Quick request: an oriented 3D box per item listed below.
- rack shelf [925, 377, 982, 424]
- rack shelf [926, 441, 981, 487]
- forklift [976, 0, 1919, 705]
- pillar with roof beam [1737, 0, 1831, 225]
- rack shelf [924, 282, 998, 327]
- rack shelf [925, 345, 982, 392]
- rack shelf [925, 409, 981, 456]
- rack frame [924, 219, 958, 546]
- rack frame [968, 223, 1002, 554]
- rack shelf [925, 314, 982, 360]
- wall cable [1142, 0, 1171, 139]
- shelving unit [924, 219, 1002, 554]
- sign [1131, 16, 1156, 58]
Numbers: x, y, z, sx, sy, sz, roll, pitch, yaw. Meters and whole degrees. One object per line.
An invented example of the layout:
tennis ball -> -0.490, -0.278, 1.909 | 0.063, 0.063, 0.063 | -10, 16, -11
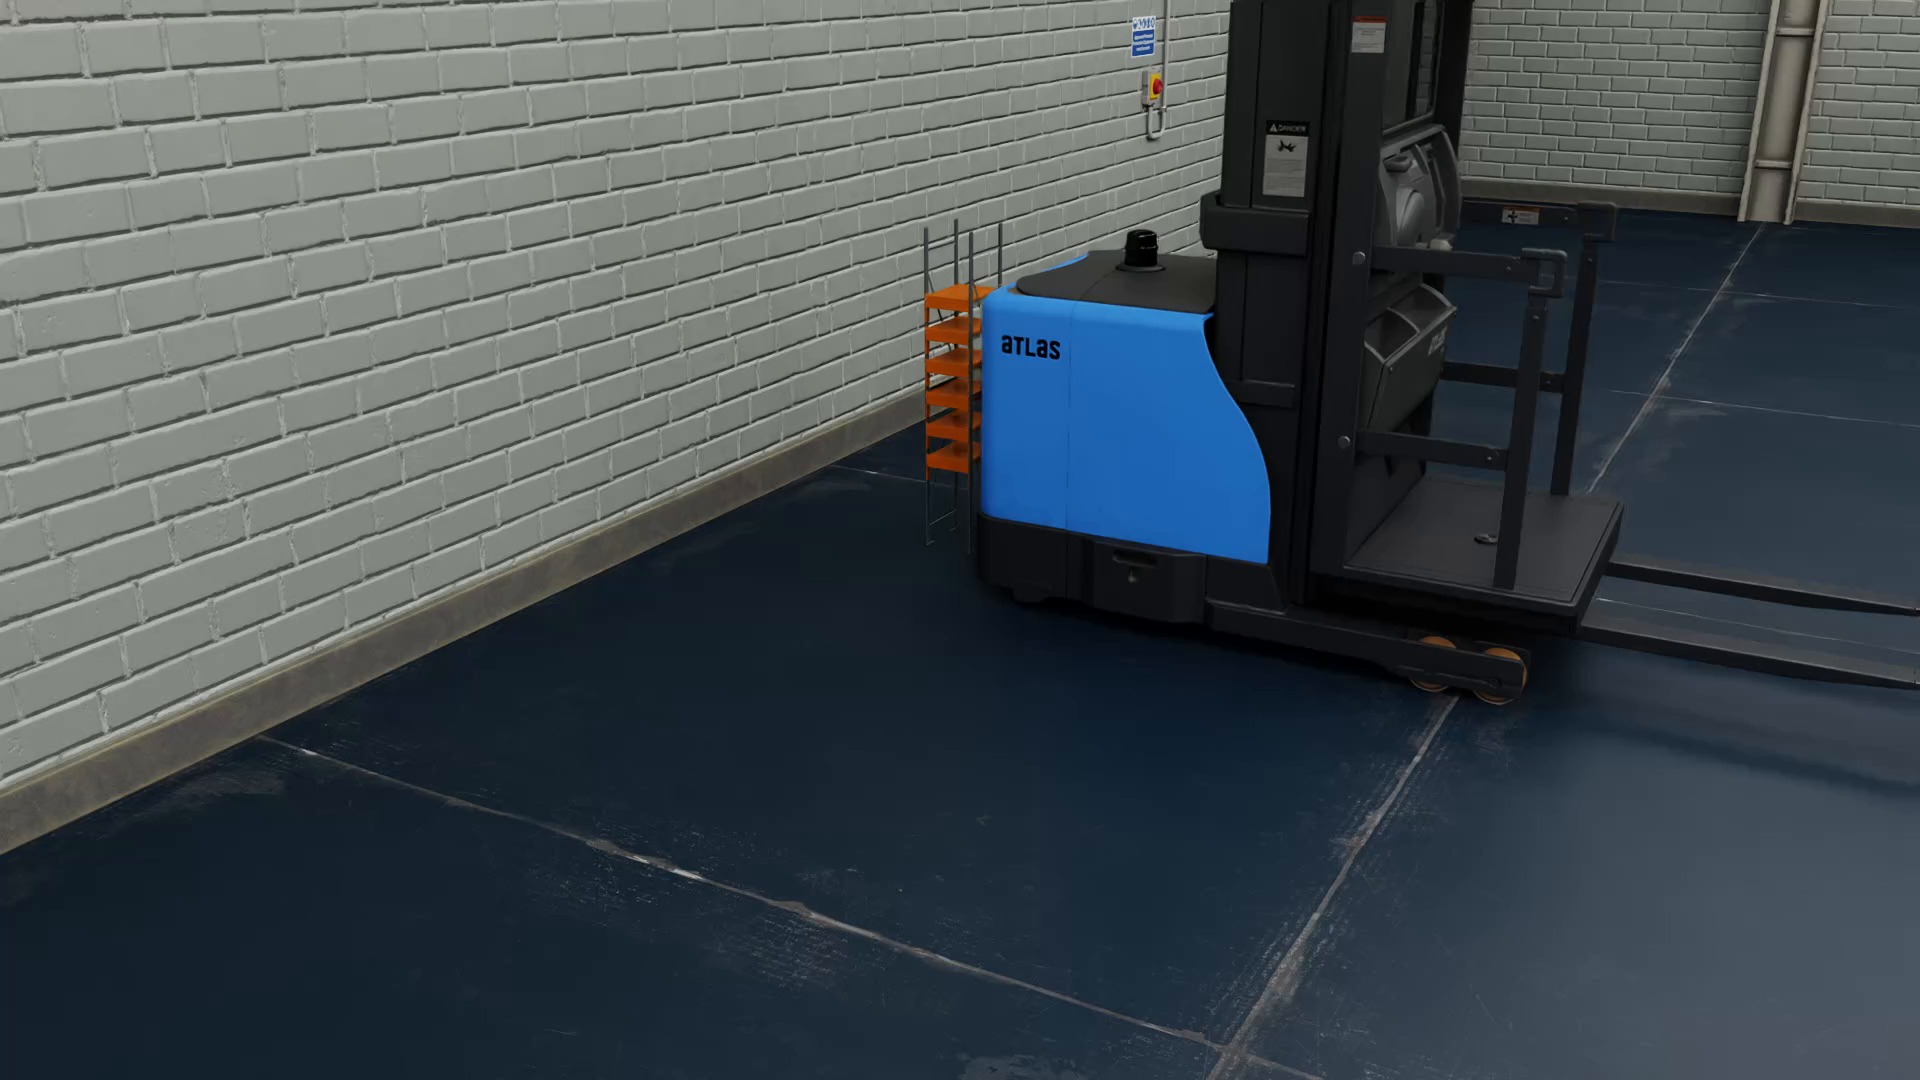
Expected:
rack shelf -> 0.013, -0.520, 6.169 | 0.180, 0.103, 0.258 | 11, 23, 27
rack shelf -> 0.013, -0.294, 6.251 | 0.180, 0.103, 0.258 | 11, 23, 27
forklift -> 1.604, -1.089, 5.070 | 3.031, 2.935, 1.130 | 10, 22, 26
pillar with roof beam -> 4.464, -5.557, 8.487 | 0.400, 9.000, 9.100 | 11, 23, 27
rack shelf -> 0.013, -0.858, 6.046 | 0.180, 0.103, 0.258 | 11, 23, 27
rack shelf -> 0.013, -0.633, 6.128 | 0.180, 0.103, 0.258 | 11, 23, 27
rack shelf -> 0.013, -0.407, 6.210 | 0.180, 0.103, 0.258 | 11, 23, 27
rack frame -> -0.067, -0.577, 6.196 | 0.006, 1.200, 0.240 | 11, 23, 27
rack frame -> 0.093, -0.546, 6.112 | 0.006, 1.200, 0.240 | 11, 23, 27
rack shelf -> 0.013, -0.745, 6.087 | 0.180, 0.103, 0.258 | 11, 23, 27
wall cable -> 1.126, -3.246, 9.379 | 0.123, 1.953, 0.585 | 11, 23, 27
shelving unit -> 0.013, -0.562, 6.154 | 0.189, 1.200, 0.258 | 11, 23, 27
sign -> 1.049, -2.877, 9.500 | 0.001, 0.218, 0.327 | 11, 23, 27
